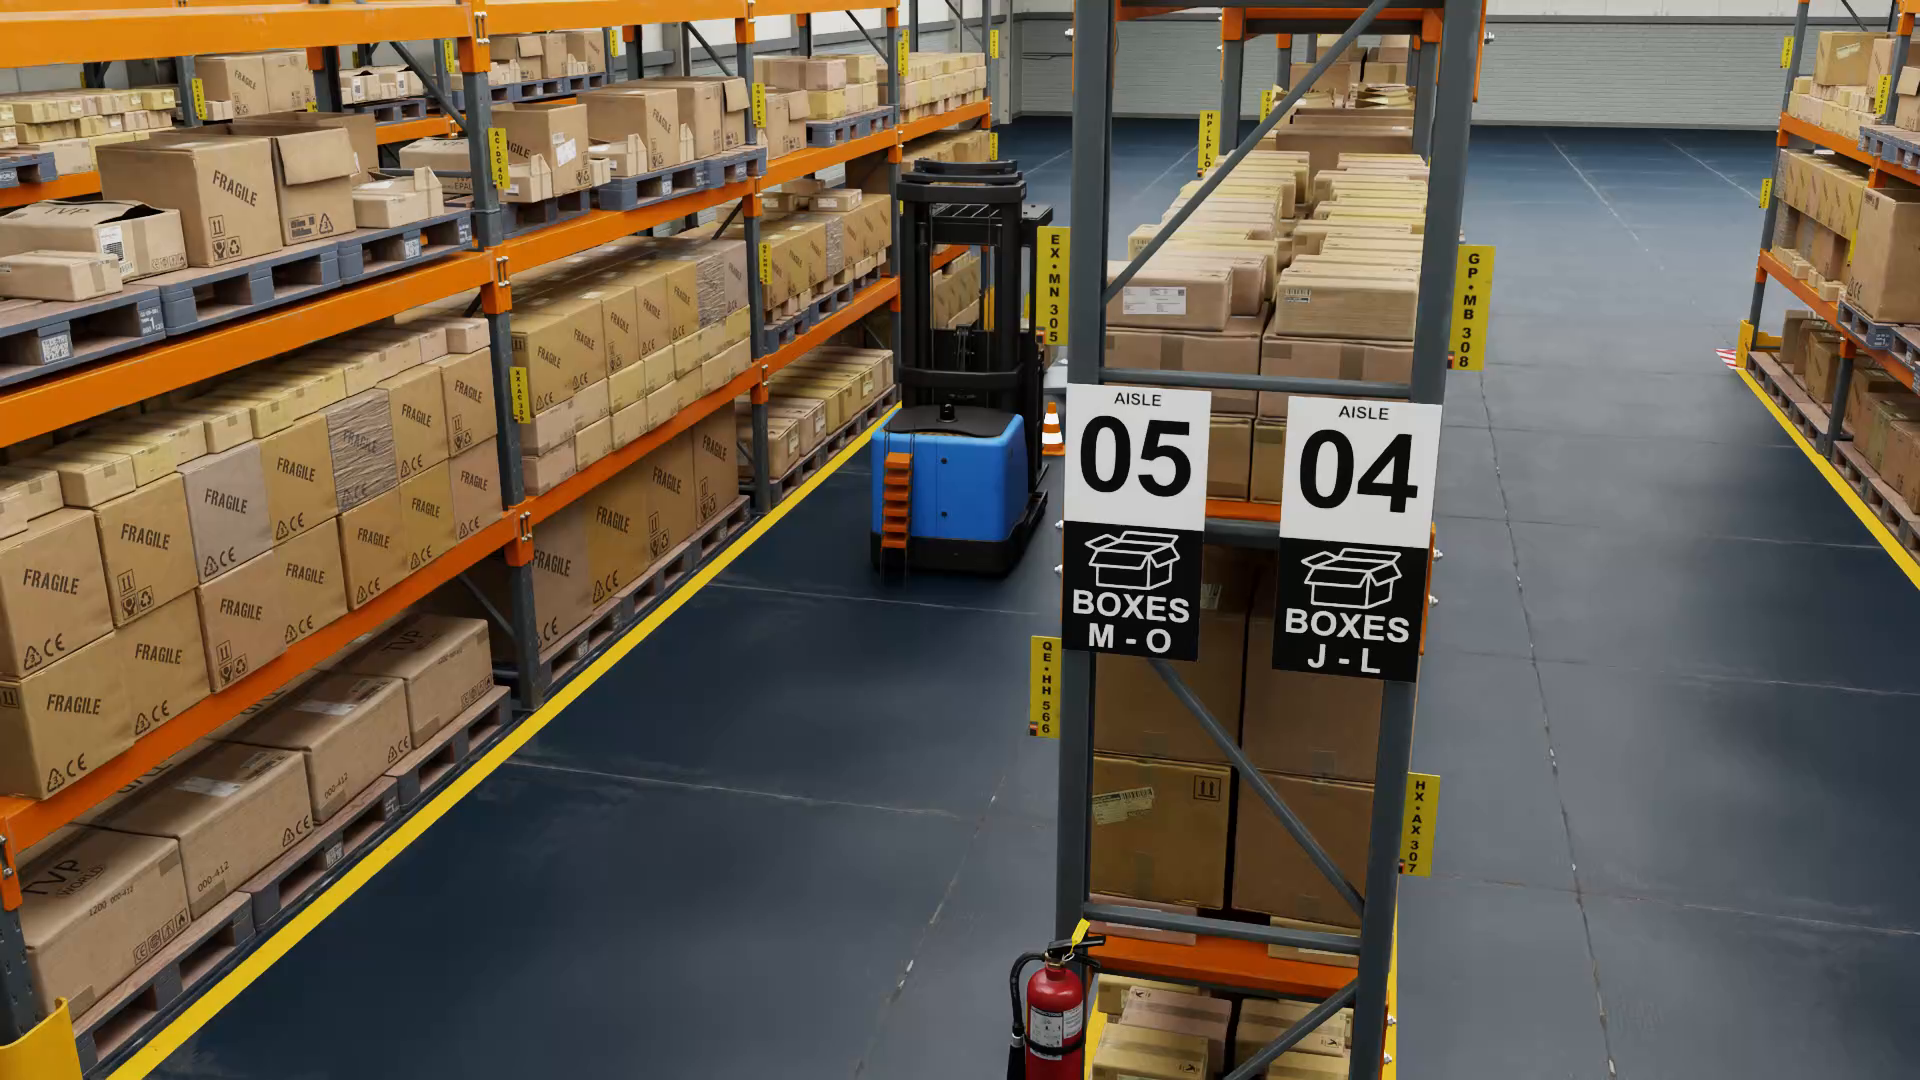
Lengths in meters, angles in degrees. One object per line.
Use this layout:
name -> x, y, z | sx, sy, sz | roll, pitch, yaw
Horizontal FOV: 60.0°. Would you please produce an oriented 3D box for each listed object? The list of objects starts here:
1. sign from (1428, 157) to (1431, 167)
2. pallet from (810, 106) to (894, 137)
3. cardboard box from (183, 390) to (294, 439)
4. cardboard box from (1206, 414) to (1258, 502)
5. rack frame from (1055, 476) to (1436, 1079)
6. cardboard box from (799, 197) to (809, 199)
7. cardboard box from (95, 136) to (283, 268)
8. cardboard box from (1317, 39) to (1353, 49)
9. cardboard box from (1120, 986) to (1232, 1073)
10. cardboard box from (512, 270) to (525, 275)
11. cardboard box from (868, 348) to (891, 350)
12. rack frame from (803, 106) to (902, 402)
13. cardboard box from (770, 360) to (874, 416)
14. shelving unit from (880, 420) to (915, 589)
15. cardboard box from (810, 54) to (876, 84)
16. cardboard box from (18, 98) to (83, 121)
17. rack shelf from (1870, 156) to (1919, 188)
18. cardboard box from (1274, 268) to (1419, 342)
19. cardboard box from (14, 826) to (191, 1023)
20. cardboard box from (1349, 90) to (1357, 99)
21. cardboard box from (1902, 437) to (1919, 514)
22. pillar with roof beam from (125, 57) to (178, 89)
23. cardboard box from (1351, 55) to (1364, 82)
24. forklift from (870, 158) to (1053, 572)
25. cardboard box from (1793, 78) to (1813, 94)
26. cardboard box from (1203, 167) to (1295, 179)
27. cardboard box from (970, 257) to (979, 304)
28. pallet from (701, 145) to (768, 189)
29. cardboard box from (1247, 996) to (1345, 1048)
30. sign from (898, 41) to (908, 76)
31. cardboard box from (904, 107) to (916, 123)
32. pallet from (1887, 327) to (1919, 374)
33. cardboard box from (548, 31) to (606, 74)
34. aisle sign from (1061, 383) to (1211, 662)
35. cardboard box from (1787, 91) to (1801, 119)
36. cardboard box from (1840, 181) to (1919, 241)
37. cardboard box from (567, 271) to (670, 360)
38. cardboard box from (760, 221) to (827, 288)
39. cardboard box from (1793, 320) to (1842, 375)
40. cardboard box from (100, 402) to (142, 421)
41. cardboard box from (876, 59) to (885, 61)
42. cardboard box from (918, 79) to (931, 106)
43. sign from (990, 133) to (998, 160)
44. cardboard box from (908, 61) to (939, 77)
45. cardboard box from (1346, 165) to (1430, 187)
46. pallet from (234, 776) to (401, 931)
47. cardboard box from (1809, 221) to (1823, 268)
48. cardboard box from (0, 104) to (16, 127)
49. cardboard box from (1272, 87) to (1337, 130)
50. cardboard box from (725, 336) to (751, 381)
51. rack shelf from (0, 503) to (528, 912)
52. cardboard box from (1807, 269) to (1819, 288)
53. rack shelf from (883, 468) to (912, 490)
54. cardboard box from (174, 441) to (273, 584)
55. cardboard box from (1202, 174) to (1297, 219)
sign -> 2.299, -1.688, 8.048 | 0.100, 0.325, 0.005 | 5, 19, 13
pallet -> -1.354, -4.076, 16.131 | 1.213, 0.211, 1.003 | 5, 19, 13
cardboard box -> -3.256, -0.569, 7.508 | 0.380, 0.149, 0.250 | 4, 19, 12
cardboard box -> 0.648, -0.322, 5.082 | 0.500, 0.250, 0.500 | 4, 19, 12
rack frame -> 0.793, 1.190, 5.064 | 1.000, 3.000, 0.127 | 5, 19, 13
cardboard box -> -1.492, -3.193, 16.631 | 0.500, 0.500, 0.500 | 5, 20, 15
cardboard box -> -3.393, -1.502, 7.346 | 0.500, 0.500, 0.500 | 5, 19, 14
cardboard box -> 3.815, -5.031, 16.986 | 0.380, 0.149, 0.250 | 4, 19, 13
cardboard box -> 0.794, 1.798, 6.122 | 0.380, 0.149, 0.250 | 5, 19, 14
cardboard box -> -5.356, -2.979, 19.325 | 0.500, 0.250, 0.500 | 5, 19, 13
cardboard box -> -0.694, -1.992, 17.983 | 0.500, 0.250, 0.500 | 4, 19, 11
rack frame -> -1.100, -2.931, 17.127 | 1.000, 3.000, 0.127 | 5, 19, 13
cardboard box -> -1.398, -1.496, 16.342 | 0.950, 0.372, 0.625 | 6, 20, 17
shelving unit -> -0.455, -0.252, 12.056 | 0.189, 1.200, 0.258 | 4, 19, 4
cardboard box -> -1.118, -4.523, 15.957 | 0.500, 0.250, 0.500 | 5, 20, 15
cardboard box -> -6.946, -3.287, 12.685 | 0.380, 0.149, 0.250 | 4, 19, 12
rack shelf -> 8.021, -2.600, 12.632 | 1.077, 0.370, 4.000 | 5, 19, 13
cardboard box -> 1.093, -0.668, 4.703 | 0.380, 0.149, 0.250 | 4, 19, 13
cardboard box -> -3.967, 1.629, 7.091 | 0.875, 0.438, 0.875 | 4, 19, 12
cardboard box -> 3.386, -3.469, 13.395 | 0.500, 0.311, 0.500 | 4, 19, 12
cardboard box -> 7.932, -0.484, 13.152 | 0.700, 0.500, 0.500 | 6, 20, 18
pillar with roof beam -> -3.272, -5.047, 14.041 | 9.100, 9.000, 0.400 | 5, 19, 13
cardboard box -> 3.844, -4.796, 16.916 | 0.500, 0.250, 0.500 | 4, 19, 13
forklift -> 0.125, -1.587, 13.298 | 1.130, 2.935, 3.031 | 4, 19, 11
cardboard box -> 9.039, -4.797, 17.567 | 0.380, 0.149, 0.250 | 5, 20, 15
cardboard box -> 1.252, -1.522, 7.204 | 0.380, 0.149, 0.250 | 4, 19, 12
cardboard box -> -0.065, -3.165, 20.258 | 0.500, 0.500, 0.500 | 5, 19, 14
pallet -> -2.183, -2.801, 12.399 | 1.213, 0.211, 1.003 | 6, 20, 16
cardboard box -> 1.266, 1.890, 6.313 | 0.380, 0.149, 0.250 | 5, 19, 14
sign -> -0.560, -4.739, 16.370 | 0.100, 0.325, 0.005 | 5, 19, 13
cardboard box -> -0.665, -4.387, 17.139 | 0.380, 0.149, 0.250 | 5, 19, 13
pallet -> 7.977, -1.427, 13.022 | 1.003, 0.211, 1.213 | 5, 19, 13
cardboard box -> -4.808, -6.130, 20.895 | 0.500, 0.500, 0.500 | 5, 20, 15
aisle sign -> 0.484, -0.041, 4.646 | 0.394, 0.787, 0.004 | 5, 19, 13
cardboard box -> 9.119, -4.620, 17.664 | 0.500, 0.250, 0.500 | 5, 20, 15
cardboard box -> 8.353, -2.972, 15.087 | 0.500, 0.500, 0.500 | 5, 19, 13
cardboard box -> -2.325, -1.540, 11.354 | 0.500, 0.500, 0.500 | 4, 19, 12
cardboard box -> -1.499, -2.517, 14.653 | 0.500, 0.500, 0.500 | 5, 19, 14
cardboard box -> 9.206, -2.033, 17.717 | 0.500, 0.500, 0.500 | 10, 21, 28
cardboard box -> -3.879, -0.530, 7.392 | 0.380, 0.149, 0.250 | 5, 20, 15
cardboard box -> -0.948, -5.219, 18.340 | 0.380, 0.149, 0.250 | 5, 19, 14
cardboard box -> -0.610, -4.699, 17.434 | 0.500, 0.250, 0.500 | 4, 19, 13
sign -> 0.411, -4.832, 20.413 | 0.100, 0.325, 0.005 | 5, 19, 13
cardboard box -> -0.441, -5.094, 17.975 | 0.380, 0.149, 0.250 | 4, 19, 13
cardboard box -> 1.886, -1.555, 7.299 | 0.380, 0.149, 0.250 | 5, 19, 13
pallet -> -3.612, 1.512, 8.434 | 1.003, 0.211, 1.213 | 5, 19, 13
cardboard box -> 9.023, -2.944, 16.552 | 0.875, 0.500, 0.500 | 5, 19, 13
cardboard box -> -7.051, -3.048, 11.953 | 0.380, 0.149, 0.250 | 5, 19, 14
cardboard box -> 2.232, -2.797, 10.756 | 0.396, 0.266, 0.258 | 5, 19, 13
cardboard box -> -1.949, -1.427, 12.957 | 0.500, 0.250, 0.500 | 4, 19, 11
rack shelf -> -3.543, 0.544, 8.067 | 1.077, 0.370, 4.000 | 5, 19, 13
cardboard box -> 8.658, -2.589, 16.515 | 0.380, 0.149, 0.250 | 5, 19, 13
rack shelf -> -0.445, -0.436, 11.992 | 0.180, 0.103, 0.258 | 4, 19, 4
cardboard box -> -3.400, -0.142, 7.262 | 0.500, 0.500, 0.500 | 5, 19, 13
cardboard box -> 1.208, -1.439, 6.962 | 0.380, 0.149, 0.250 | 4, 19, 12
